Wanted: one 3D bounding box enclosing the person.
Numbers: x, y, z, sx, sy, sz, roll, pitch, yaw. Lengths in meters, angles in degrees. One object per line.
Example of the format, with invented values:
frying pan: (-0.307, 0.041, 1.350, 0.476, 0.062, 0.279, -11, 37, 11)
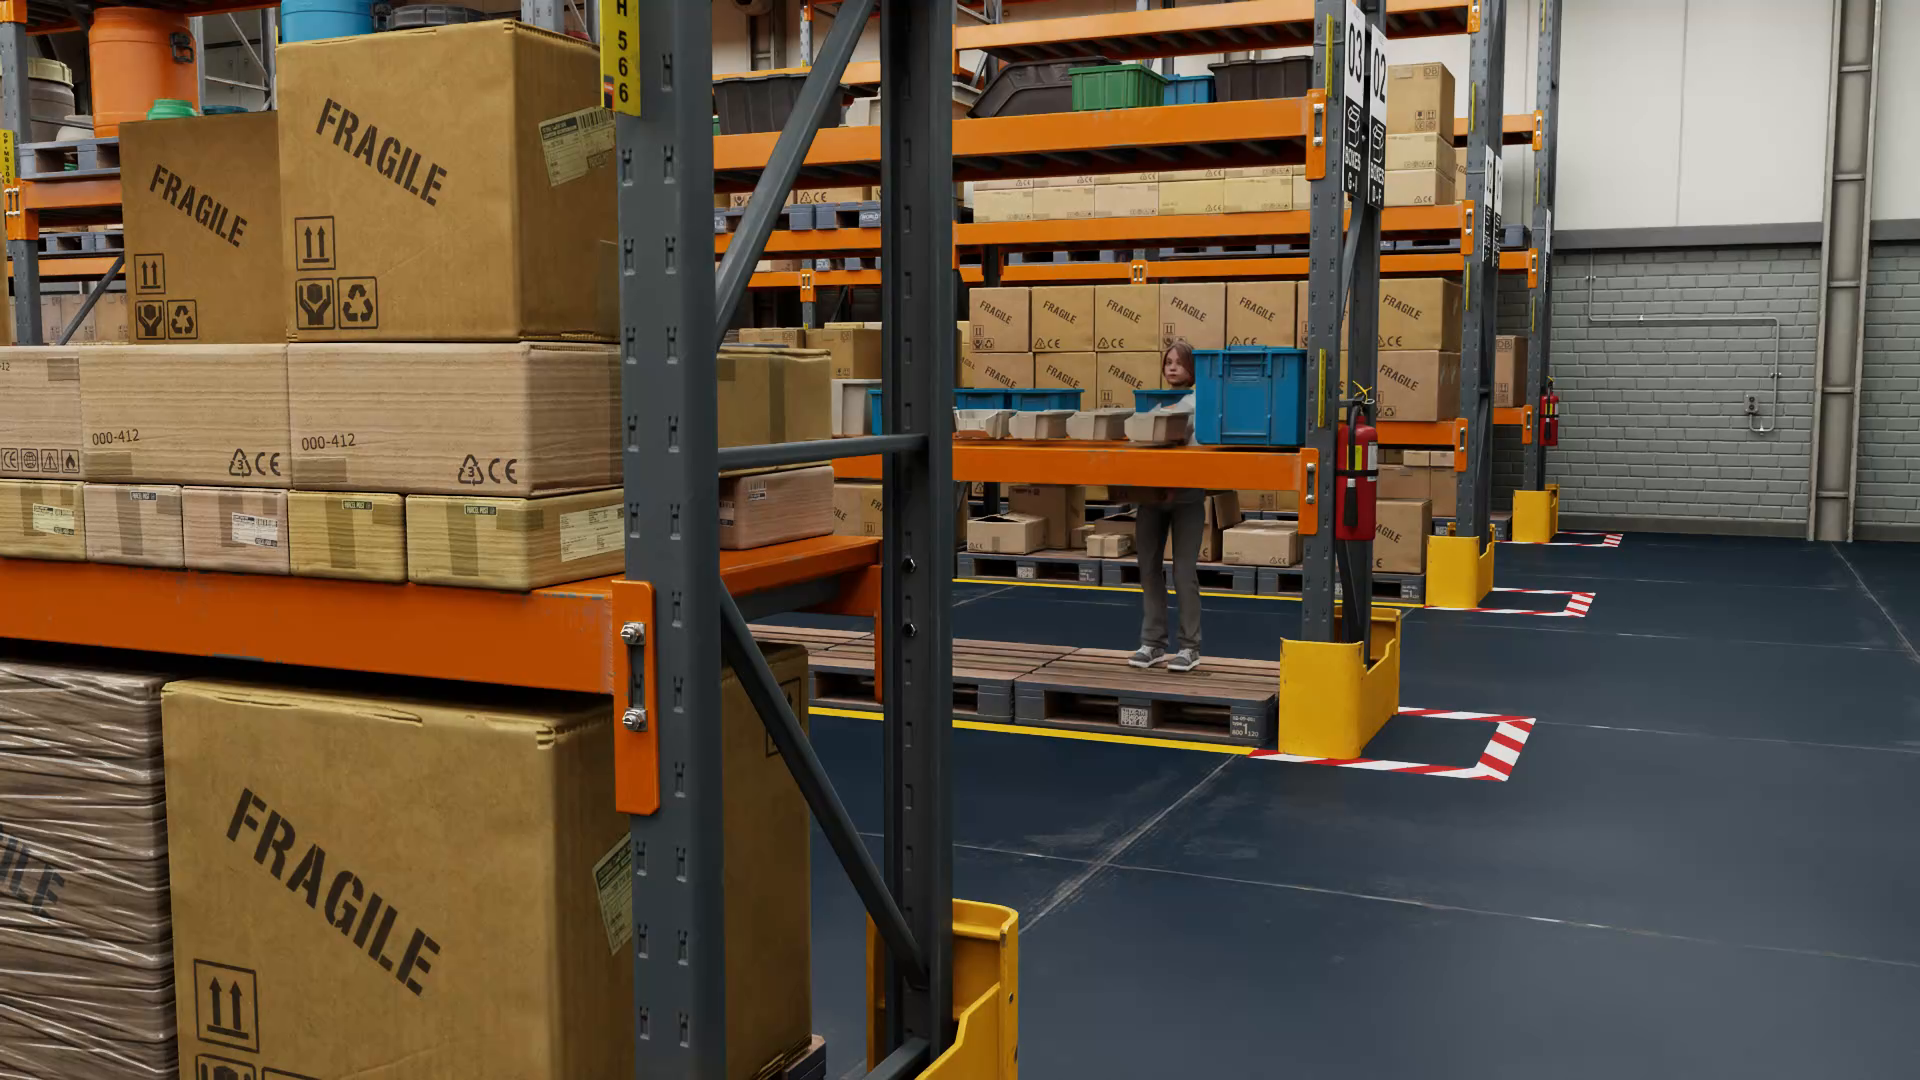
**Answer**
person: (0.981, -0.161, 8.034, 0.405, 1.589, 0.492, 4, 7, 36)
